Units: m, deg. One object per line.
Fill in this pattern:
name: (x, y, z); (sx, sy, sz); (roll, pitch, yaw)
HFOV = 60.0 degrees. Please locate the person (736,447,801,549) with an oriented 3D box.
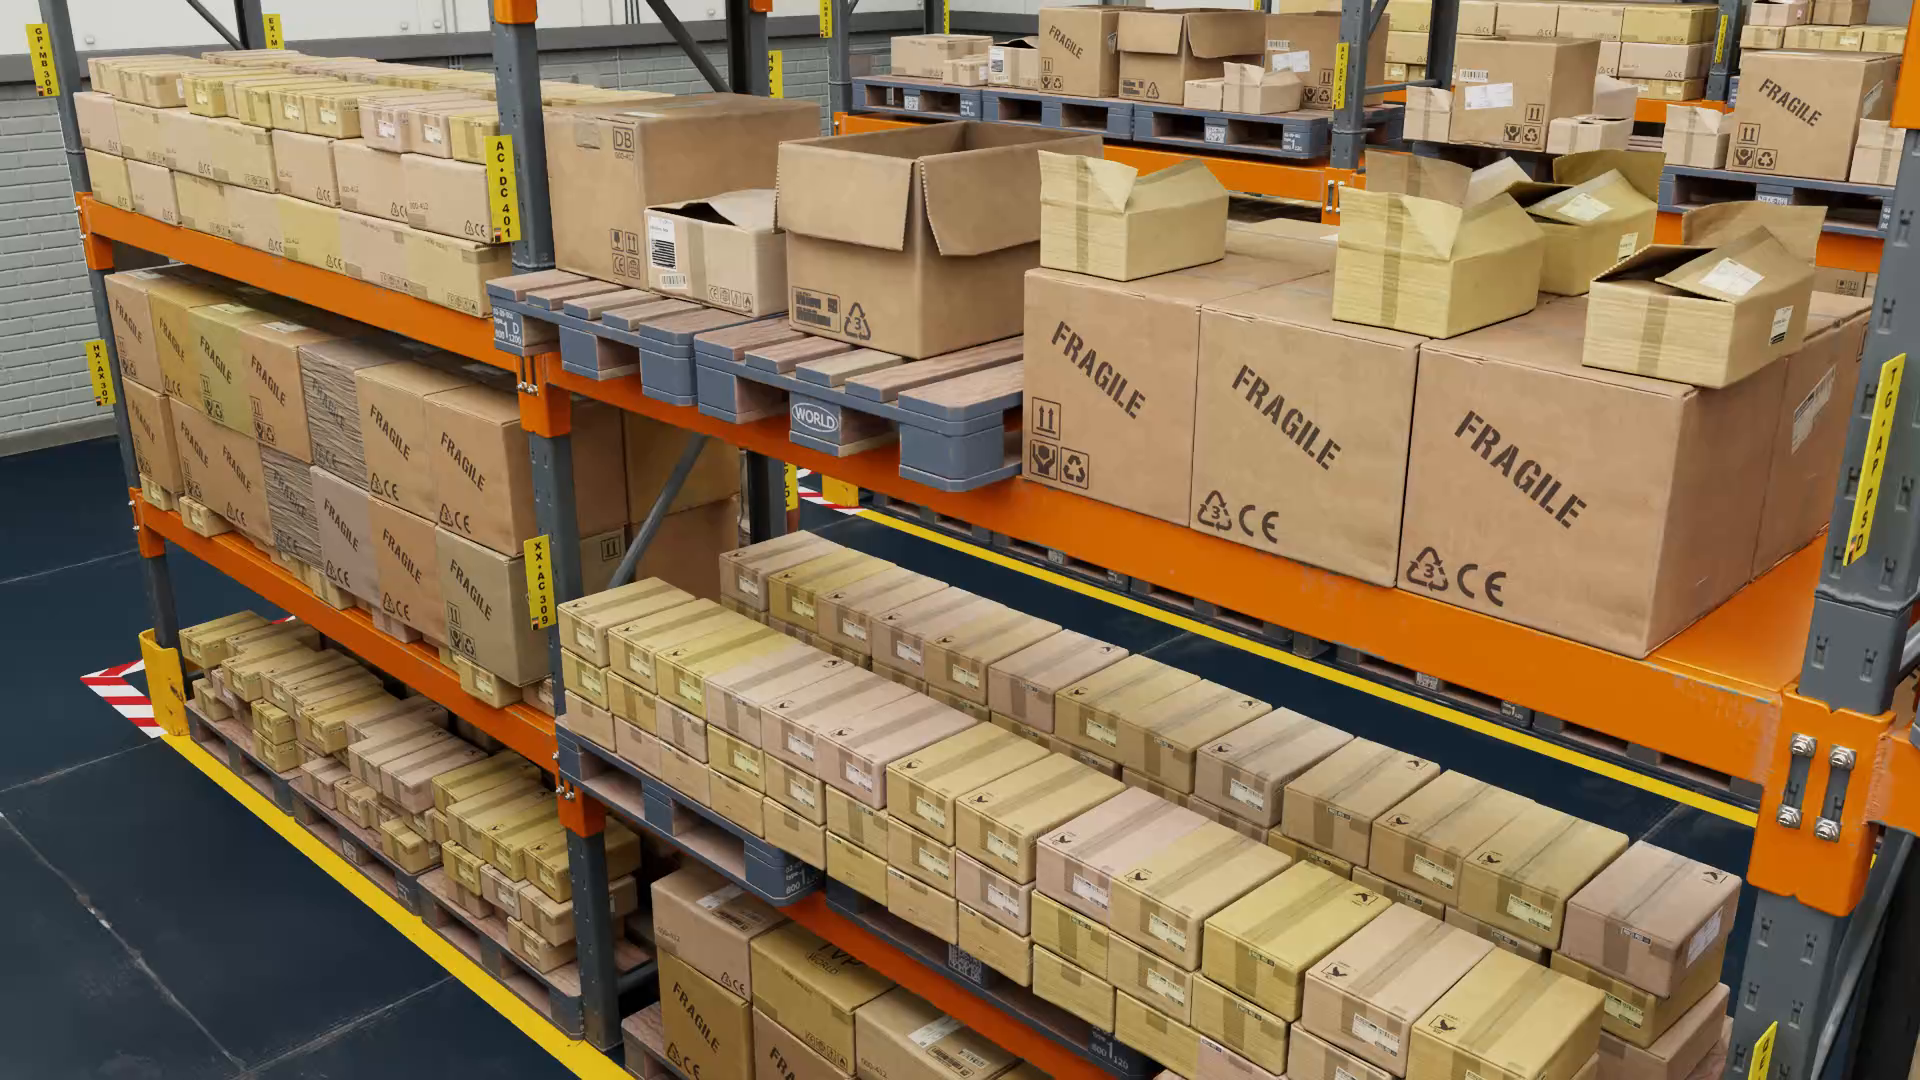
person: (-1.131, -0.018, 9.111); (0.623, 1.773, 0.450); (17, 26, 38)
